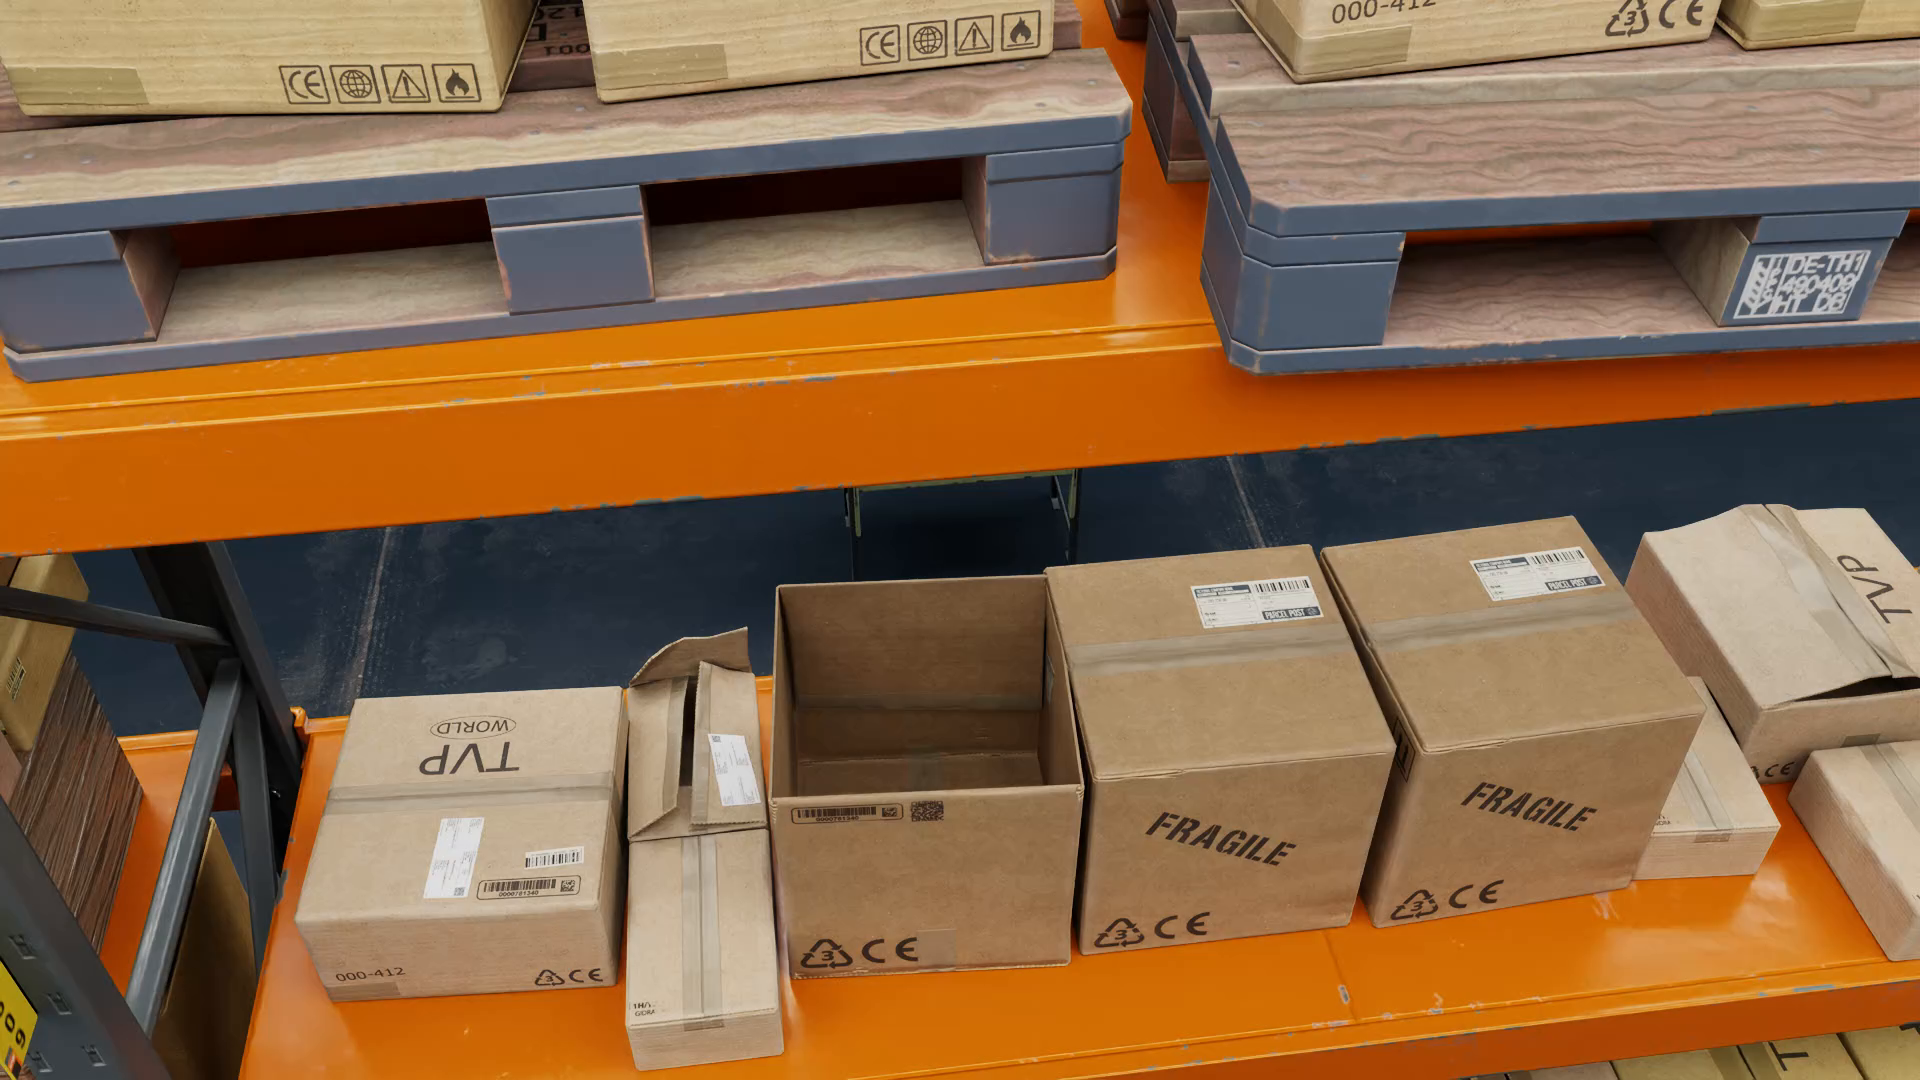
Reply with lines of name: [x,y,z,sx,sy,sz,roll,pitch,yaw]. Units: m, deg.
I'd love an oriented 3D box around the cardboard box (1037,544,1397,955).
cardboard box: [0.431,0.375,3.020,0.500,0.500,0.500,-5,42,-5]

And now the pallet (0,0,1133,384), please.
pallet: [-0.479,-0.570,2.046,1.217,0.209,0.805,-7,42,-7]

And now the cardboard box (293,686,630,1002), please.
cardboard box: [-0.869,0.542,3.022,0.500,0.250,0.500,-3,42,-3]

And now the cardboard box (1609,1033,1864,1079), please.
cardboard box: [1.612,1.126,3.583,0.500,0.311,0.500,-6,42,-6]

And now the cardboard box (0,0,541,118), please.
cardboard box: [-0.740,-0.704,1.849,0.500,0.250,0.500,-1,42,-1]

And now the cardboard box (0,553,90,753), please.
cardboard box: [-1.644,0.174,2.758,0.250,0.149,0.380,-5,42,-6]

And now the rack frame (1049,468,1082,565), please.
rack frame: [0.356,-0.588,5.282,0.023,1.500,0.400,-5,42,-6]

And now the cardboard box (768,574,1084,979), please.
cardboard box: [-0.066,0.419,2.971,0.500,0.500,0.500,-2,42,-2]

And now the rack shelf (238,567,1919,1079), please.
rack shelf: [0.631,0.651,3.326,4.000,0.370,1.077,-5,42,-6]

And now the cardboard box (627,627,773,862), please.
cardboard box: [-0.504,0.409,3.157,0.258,0.266,0.396,-6,42,-7]

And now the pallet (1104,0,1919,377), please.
pallet: [0.844,-0.616,2.095,1.213,0.211,1.003,-3,42,-4]

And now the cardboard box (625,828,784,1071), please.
cardboard box: [-0.447,0.710,2.911,0.250,0.149,0.380,-5,42,-6]

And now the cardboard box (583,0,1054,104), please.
cardboard box: [-0.196,-0.753,1.904,0.500,0.250,0.500,-9,43,-10]

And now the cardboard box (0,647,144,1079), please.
cardboard box: [-1.791,0.563,2.811,0.500,0.500,0.700,-6,42,-7]

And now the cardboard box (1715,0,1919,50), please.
cardboard box: [1.086,-0.827,1.987,0.500,0.250,0.500,-6,42,-6]

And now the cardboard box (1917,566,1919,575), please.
cardboard box: [2.248,0.246,3.304,0.500,0.311,0.500,-3,42,-3]

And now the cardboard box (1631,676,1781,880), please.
cardboard box: [1.357,0.452,3.197,0.250,0.149,0.380,-2,42,-2]

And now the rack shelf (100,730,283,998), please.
rack shelf: [-3.335,0.999,2.941,4.000,0.370,1.077,-5,42,-6]

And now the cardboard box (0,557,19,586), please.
cardboard box: [-1.791,0.082,2.377,0.500,0.500,0.700,-5,42,-5]

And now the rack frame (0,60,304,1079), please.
rack frame: [-1.352,0.558,2.892,0.127,3.000,1.000,-5,42,-6]

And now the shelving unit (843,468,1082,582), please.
shelving unit: [-0.007,-0.556,5.247,0.755,1.500,0.431,-5,42,-6]

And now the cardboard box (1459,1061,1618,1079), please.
cardboard box: [1.111,1.168,3.537,0.500,0.311,0.500,-5,42,-6]

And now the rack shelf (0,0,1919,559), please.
rack shelf: [0.631,-0.463,2.321,4.000,0.370,1.077,-5,42,-6]

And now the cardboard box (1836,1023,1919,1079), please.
cardboard box: [2.127,1.076,3.638,0.500,0.311,0.500,-4,42,-4]

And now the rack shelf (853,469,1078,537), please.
rack shelf: [-0.007,-0.314,5.465,0.720,0.370,0.431,-5,42,-6]

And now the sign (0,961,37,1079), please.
sign: [-1.279,0.575,2.167,0.005,0.325,0.100,-5,42,-6]

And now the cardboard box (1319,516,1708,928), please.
cardboard box: [0.953,0.330,3.070,0.500,0.500,0.500,-7,43,-8]

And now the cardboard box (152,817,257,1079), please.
cardboard box: [-1.852,0.977,3.607,0.500,0.500,0.500,-5,42,-6]

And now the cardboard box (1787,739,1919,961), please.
cardboard box: [1.758,0.565,3.071,0.250,0.149,0.380,-5,42,-6]

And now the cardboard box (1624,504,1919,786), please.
cardboard box: [1.702,0.192,3.364,0.500,0.311,0.500,-5,42,-6]

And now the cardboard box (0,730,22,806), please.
cardboard box: [-1.594,0.446,2.457,0.250,0.149,0.380,-5,42,-6]

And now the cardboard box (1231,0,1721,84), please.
cardboard box: [0.552,-0.782,1.936,0.500,0.250,0.500,-8,43,-9]

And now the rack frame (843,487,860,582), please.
rack frame: [-0.370,-0.525,5.212,0.023,1.500,0.400,-5,42,-6]
